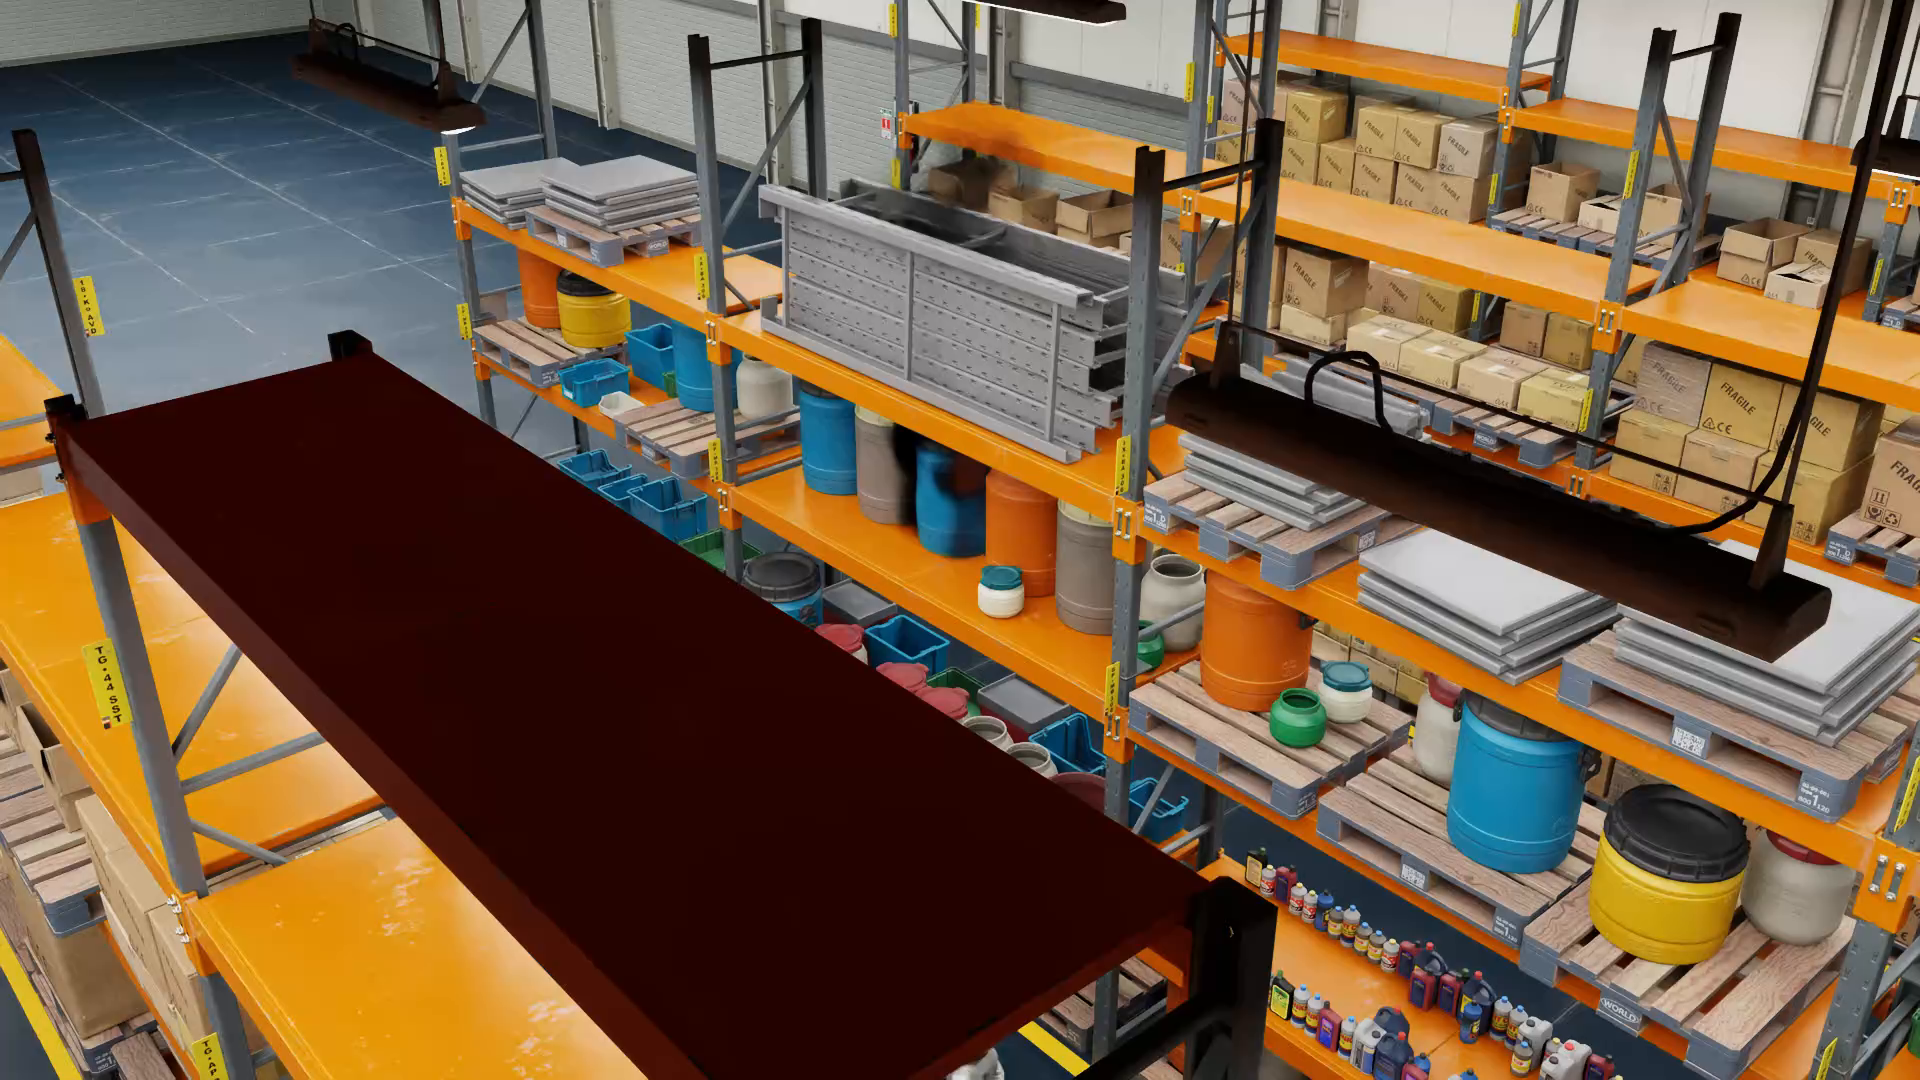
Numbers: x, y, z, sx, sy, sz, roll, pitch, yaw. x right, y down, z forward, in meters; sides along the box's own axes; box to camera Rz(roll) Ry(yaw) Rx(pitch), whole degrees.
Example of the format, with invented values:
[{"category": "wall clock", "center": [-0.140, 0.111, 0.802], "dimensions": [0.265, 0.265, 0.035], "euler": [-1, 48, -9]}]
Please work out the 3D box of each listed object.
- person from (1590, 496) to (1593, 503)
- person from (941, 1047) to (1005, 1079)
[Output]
[{"category": "person", "center": [5.805, 0.047, 15.768], "dimensions": [0.541, 1.564, 0.546], "euler": [20, 33, 35]}, {"category": "person", "center": [0.066, 3.232, 9.032], "dimensions": [0.833, 1.551, 0.539], "euler": [19, 33, 33]}]
